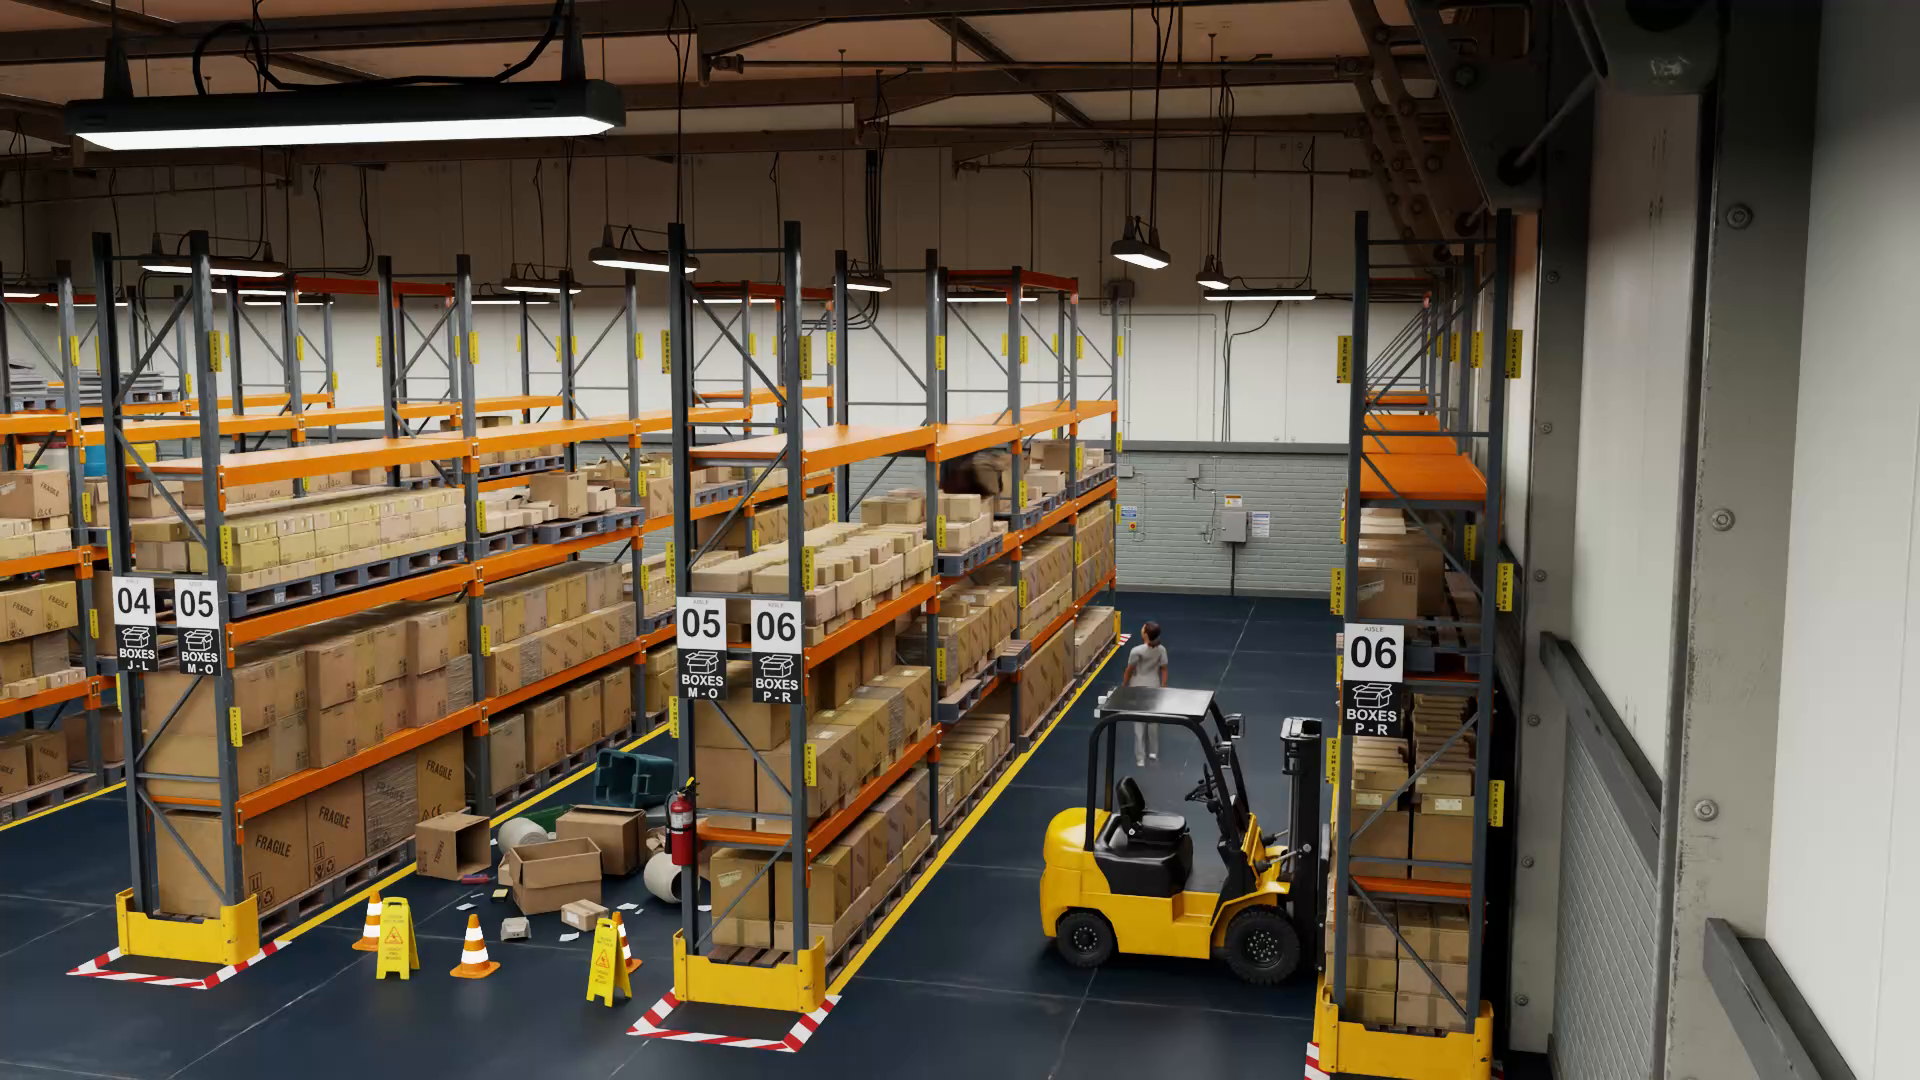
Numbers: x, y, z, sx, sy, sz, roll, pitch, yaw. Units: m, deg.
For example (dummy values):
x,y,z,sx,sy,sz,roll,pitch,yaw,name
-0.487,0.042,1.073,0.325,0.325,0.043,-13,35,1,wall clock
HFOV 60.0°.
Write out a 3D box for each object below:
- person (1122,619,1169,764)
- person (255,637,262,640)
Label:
x,y,z,sx,sy,sz,roll,pitch,yaw,name
2.117,1.734,19.010,0.542,1.686,0.723,1,7,8,person
-8.485,1.837,20.263,0.480,1.708,0.530,-5,9,-38,person
